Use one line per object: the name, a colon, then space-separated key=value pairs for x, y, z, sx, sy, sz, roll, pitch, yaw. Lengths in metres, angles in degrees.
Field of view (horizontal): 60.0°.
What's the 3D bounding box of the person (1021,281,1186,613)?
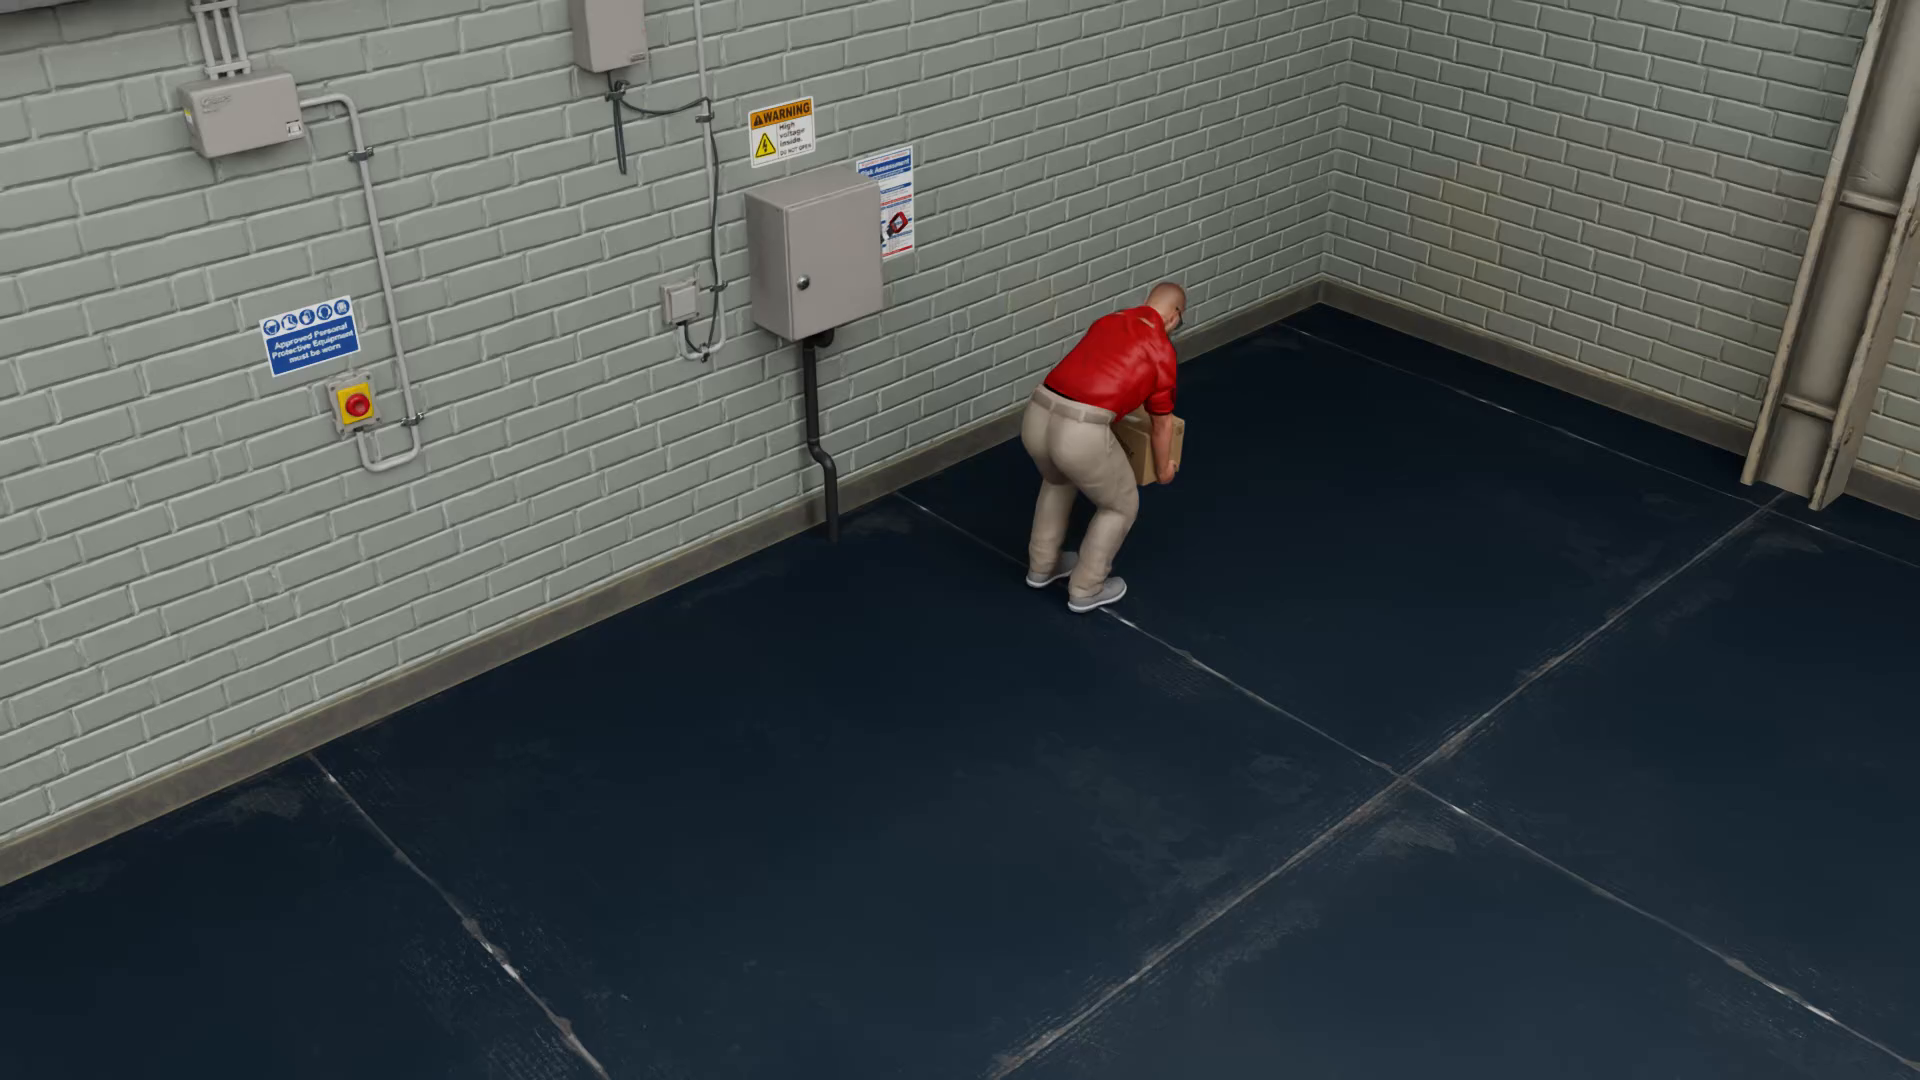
person: x=0.653 y=-0.408 z=7.228 sx=0.898 sy=1.301 sz=0.492 roll=-27 pitch=41 yaw=-37
